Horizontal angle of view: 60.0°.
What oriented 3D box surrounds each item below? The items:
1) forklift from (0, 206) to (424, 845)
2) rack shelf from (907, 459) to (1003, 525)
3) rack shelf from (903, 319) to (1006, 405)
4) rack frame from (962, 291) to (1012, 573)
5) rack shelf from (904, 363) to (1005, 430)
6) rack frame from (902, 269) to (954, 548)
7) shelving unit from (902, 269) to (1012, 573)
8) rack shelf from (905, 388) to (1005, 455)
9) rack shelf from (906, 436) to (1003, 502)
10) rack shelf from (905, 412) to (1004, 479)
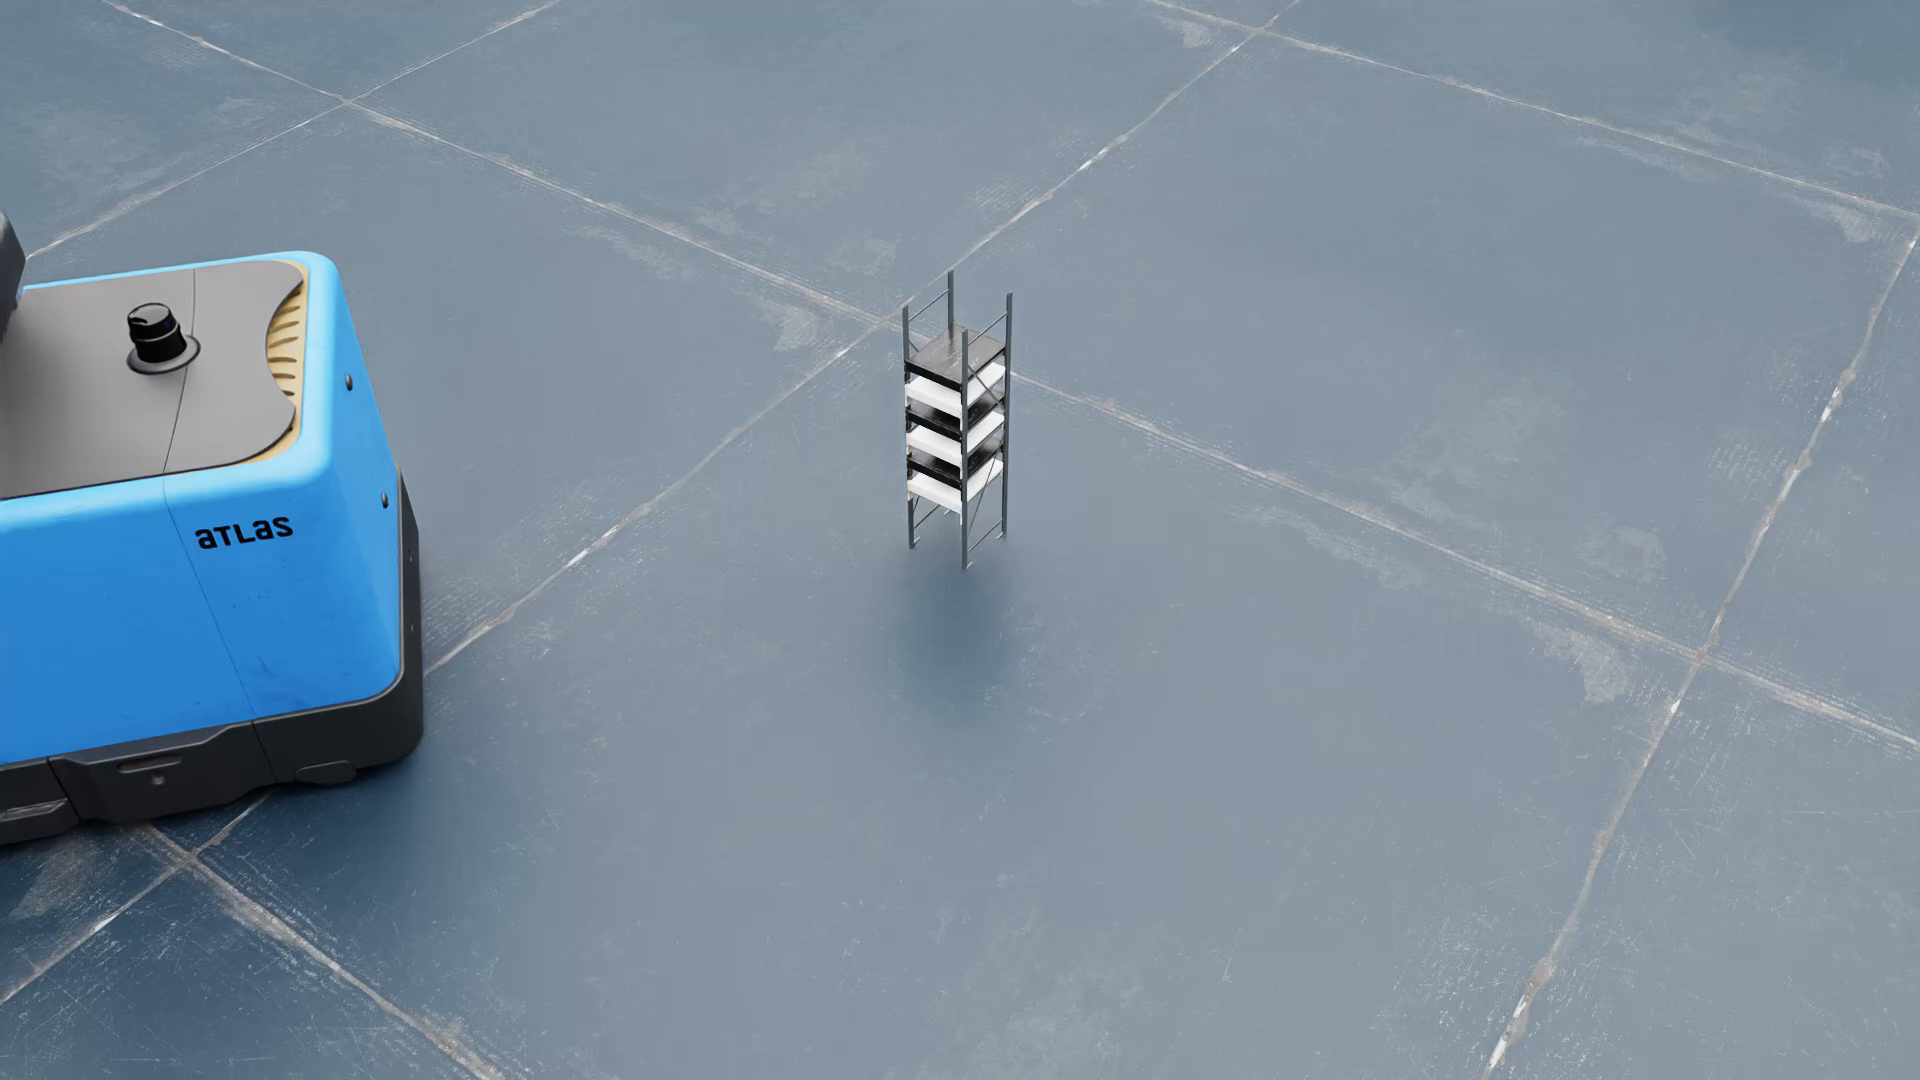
[{"bbox_3d":[-3.044,-0.538,3.653,3.031,2.935,1.130,-10,43,-11],"label":"forklift"},{"bbox_3d":[-0.007,-0.179,5.096,0.200,0.077,0.258,25,48,25],"label":"rack shelf"},{"bbox_3d":[-0.007,-0.515,4.796,0.200,0.077,0.258,25,48,25],"label":"rack shelf"},{"bbox_3d":[0.077,-0.300,4.910,0.006,0.900,0.240,25,48,25],"label":"rack frame"},{"bbox_3d":[-0.007,-0.448,4.856,0.200,0.077,0.258,25,48,25],"label":"rack shelf"},{"bbox_3d":[-0.090,-0.377,4.997,0.006,0.900,0.240,25,48,25],"label":"rack frame"},{"bbox_3d":[-0.007,-0.338,4.953,0.210,0.900,0.258,25,48,25],"label":"shelving unit"},{"bbox_3d":[-0.007,-0.381,4.916,0.200,0.077,0.258,25,48,25],"label":"rack shelf"},{"bbox_3d":[-0.007,-0.247,5.036,0.200,0.077,0.258,25,48,25],"label":"rack shelf"},{"bbox_3d":[-0.007,-0.314,4.976,0.200,0.077,0.258,25,48,25],"label":"rack shelf"}]
